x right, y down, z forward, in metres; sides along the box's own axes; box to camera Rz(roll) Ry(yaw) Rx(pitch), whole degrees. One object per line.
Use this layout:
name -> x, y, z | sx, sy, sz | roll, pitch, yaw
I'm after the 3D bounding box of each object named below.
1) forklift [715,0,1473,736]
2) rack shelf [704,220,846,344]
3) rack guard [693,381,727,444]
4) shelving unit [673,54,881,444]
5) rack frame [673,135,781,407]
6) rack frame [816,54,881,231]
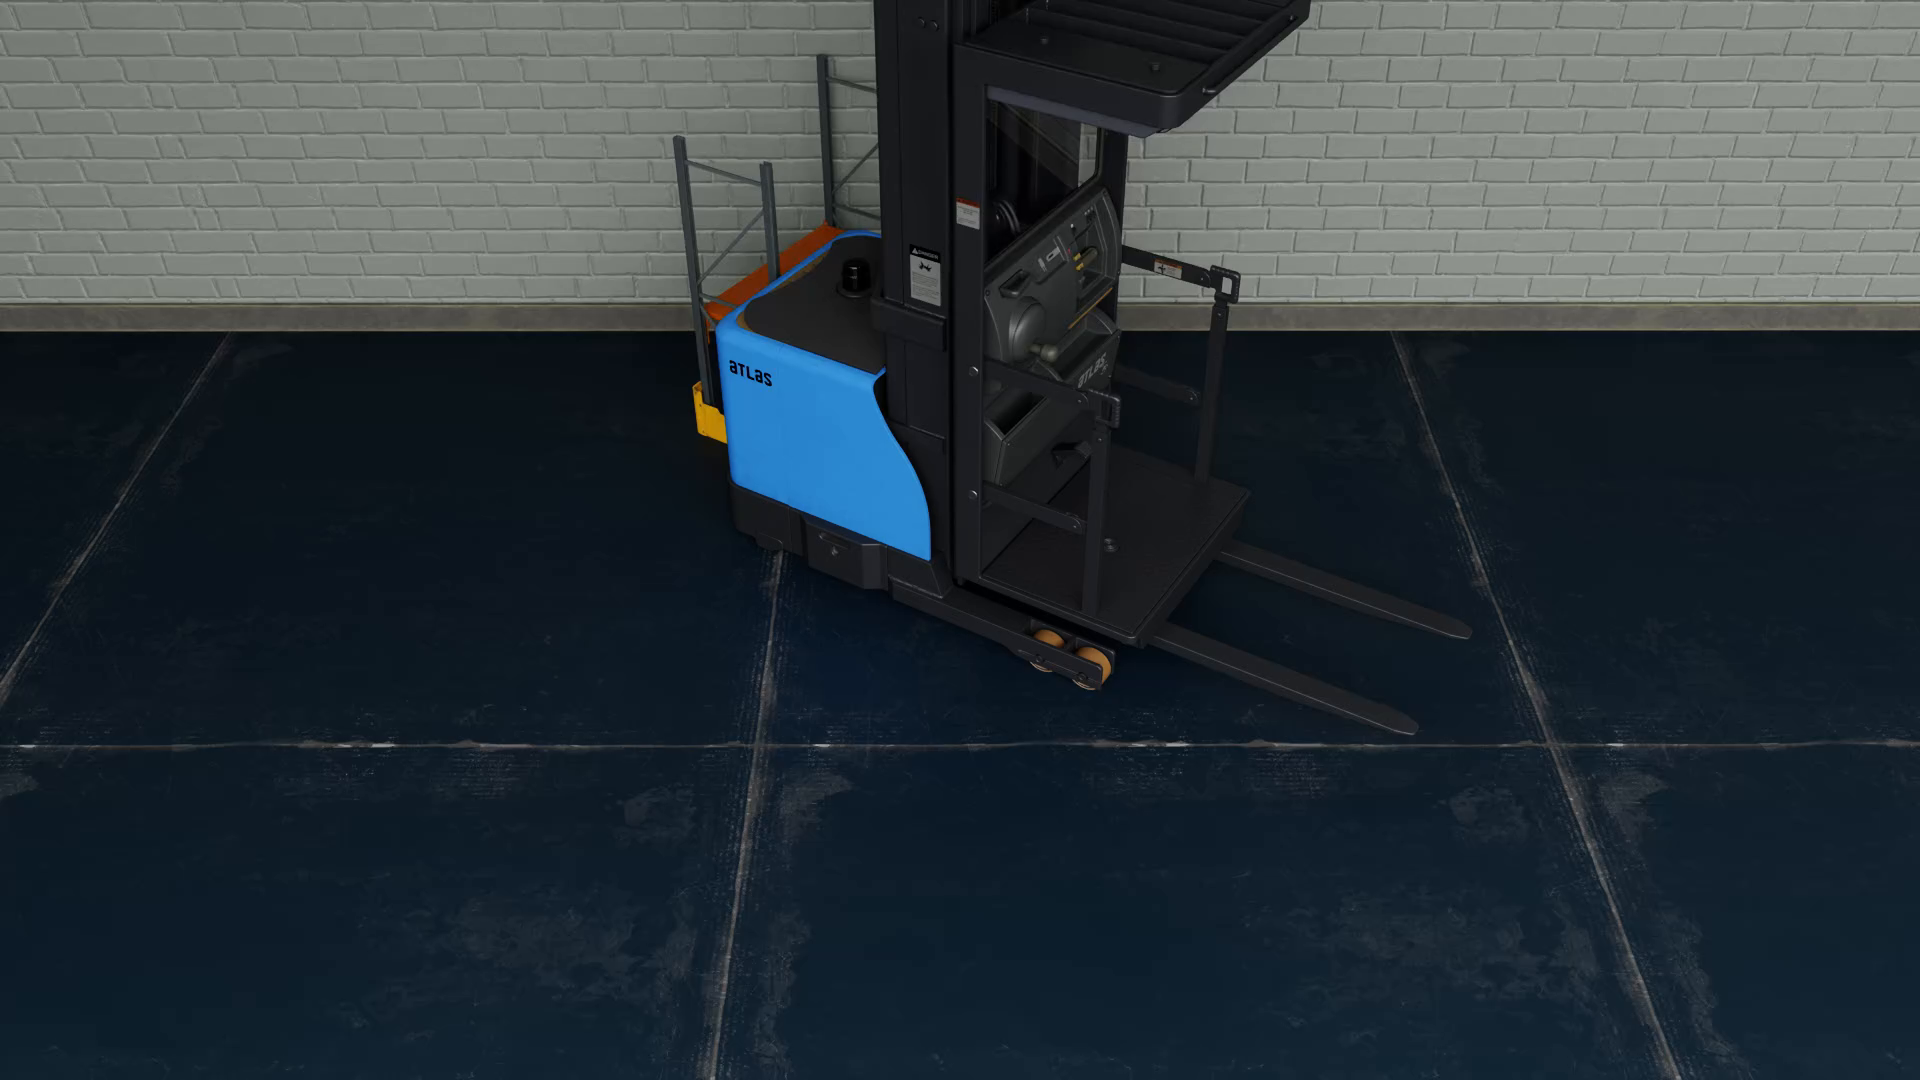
forklift -> 0.529, -0.939, 6.078 | 3.031, 2.935, 1.130 | 21, 43, 24
rack shelf -> -0.711, -1.150, 7.773 | 0.538, 0.185, 1.000 | 22, 43, 25
rack guard -> -0.982, -0.534, 7.717 | 0.587, 0.250, 0.087 | 22, 43, 25
shelving unit -> -0.716, -1.285, 7.654 | 0.587, 1.500, 1.083 | 22, 43, 25
rack frame -> -0.983, -1.021, 7.325 | 0.500, 1.500, 0.032 | 22, 43, 25
rack frame -> -0.440, -1.559, 7.996 | 0.500, 1.500, 0.032 | 22, 43, 25
